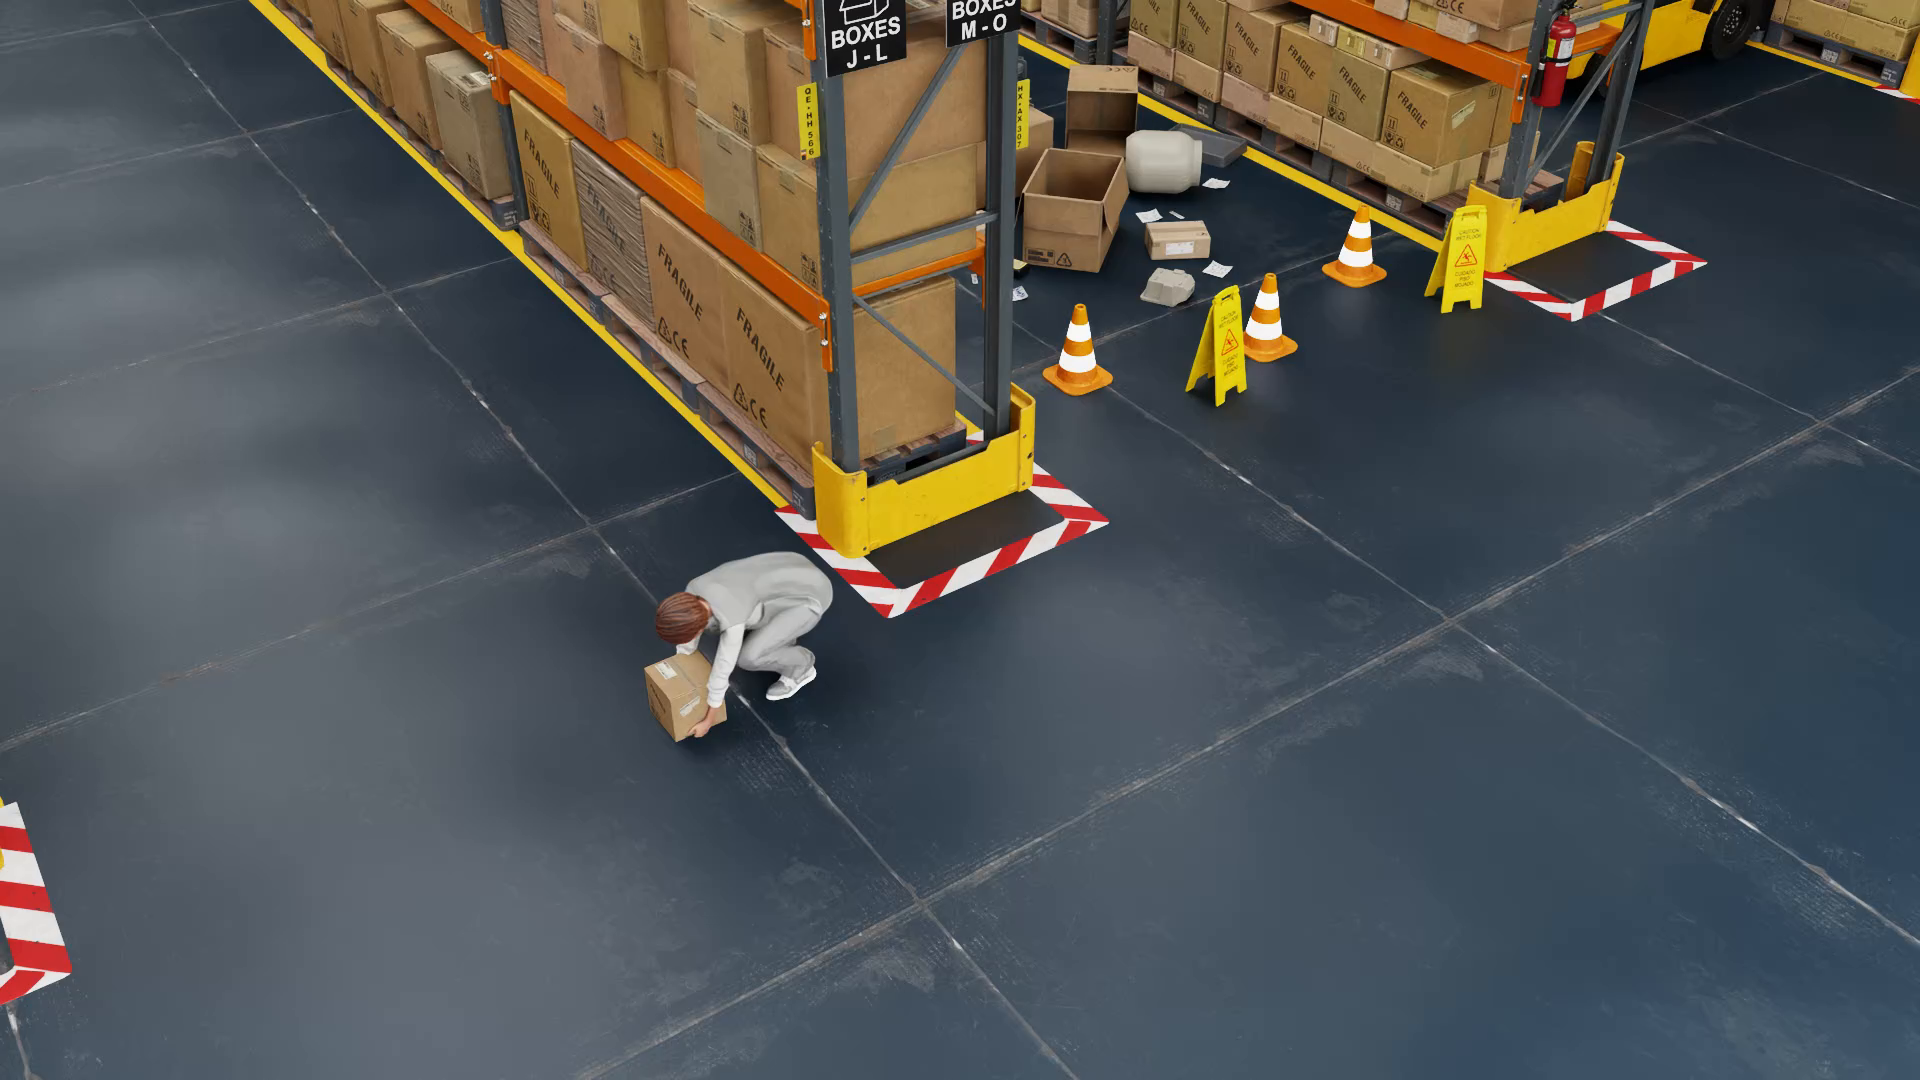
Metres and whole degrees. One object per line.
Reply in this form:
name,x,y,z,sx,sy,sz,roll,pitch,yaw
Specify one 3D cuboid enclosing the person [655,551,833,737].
person,-0.936,0.399,7.262,0.850,0.731,0.425,-24,43,-28
